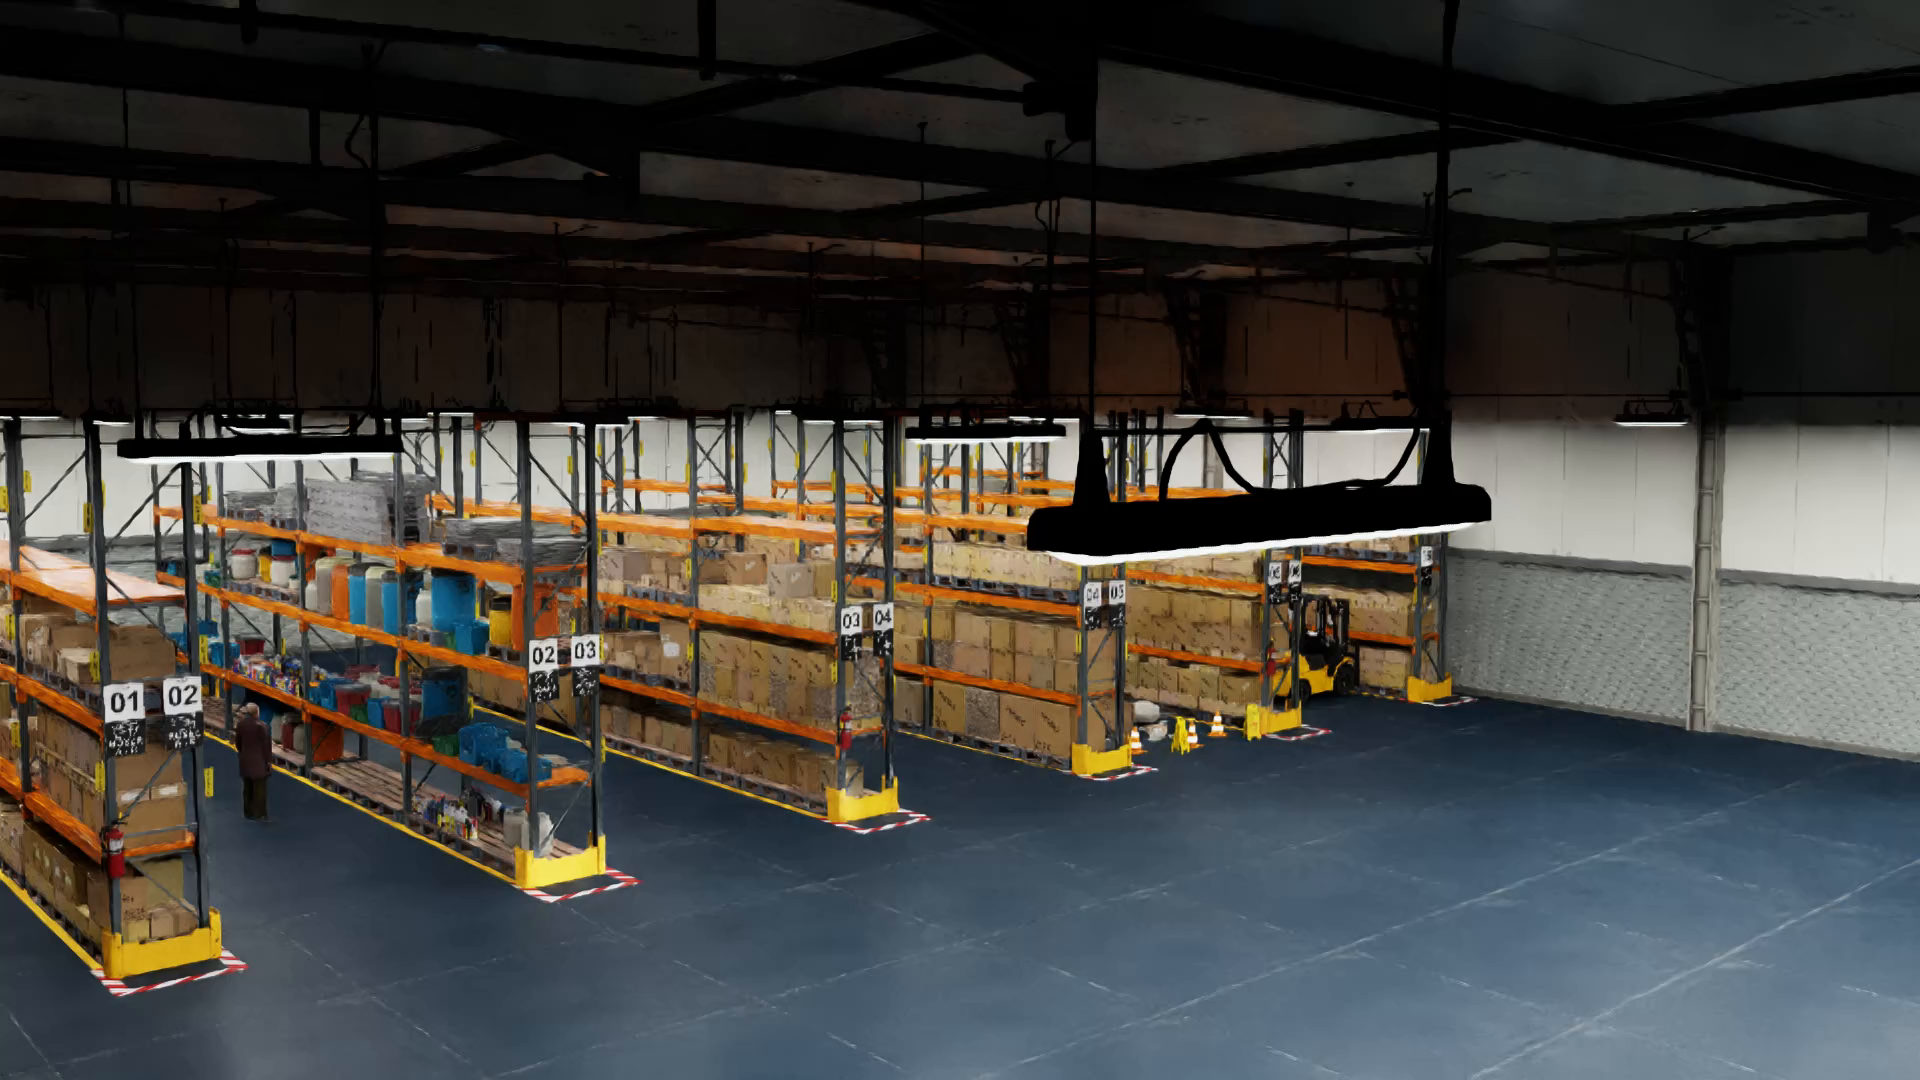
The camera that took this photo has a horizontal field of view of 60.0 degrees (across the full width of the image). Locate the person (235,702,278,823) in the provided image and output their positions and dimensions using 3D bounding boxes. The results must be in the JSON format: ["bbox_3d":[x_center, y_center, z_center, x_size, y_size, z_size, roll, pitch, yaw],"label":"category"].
[{"bbox_3d":[-10.400,3.265,24.604,0.640,1.788,0.504,2,5,19],"label":"person"}]

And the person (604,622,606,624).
[{"bbox_3d":[-7.495,2.471,34.354,0.459,1.677,0.525,-1,5,-10],"label":"person"}]
